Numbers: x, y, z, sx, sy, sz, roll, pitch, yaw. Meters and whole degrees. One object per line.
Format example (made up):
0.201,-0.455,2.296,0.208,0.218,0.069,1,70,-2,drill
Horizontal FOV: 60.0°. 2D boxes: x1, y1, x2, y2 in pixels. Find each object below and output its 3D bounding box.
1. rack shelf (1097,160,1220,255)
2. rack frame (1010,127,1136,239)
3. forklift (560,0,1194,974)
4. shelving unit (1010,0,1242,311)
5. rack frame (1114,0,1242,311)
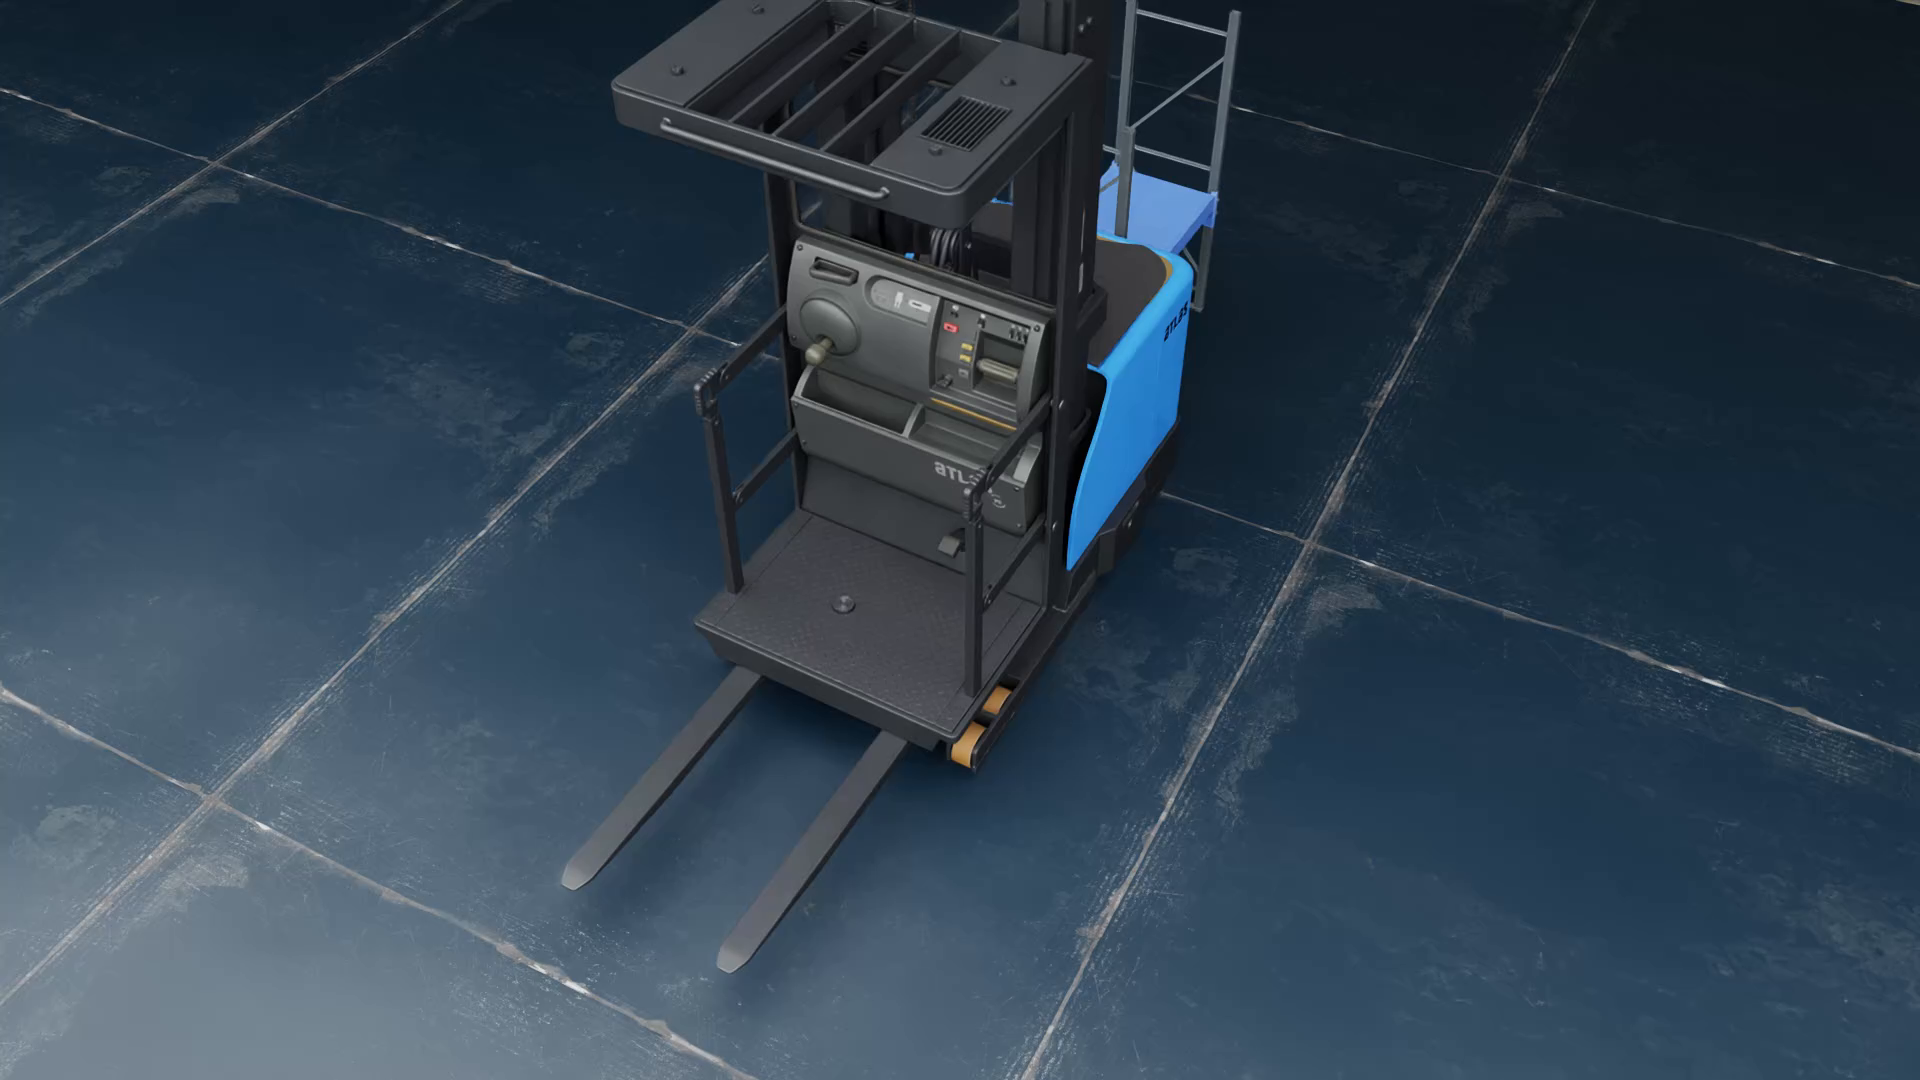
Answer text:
0.674,-1.255,7.189,0.538,0.185,1.000,22,49,20,rack shelf
0.426,-1.066,6.749,0.500,1.500,0.032,22,49,20,rack frame
-0.257,-0.592,5.275,1.130,2.935,3.031,22,49,20,forklift
0.674,-1.381,7.061,0.538,1.500,1.048,22,49,20,shelving unit
0.922,-1.697,7.372,0.500,1.500,0.032,22,49,20,rack frame
